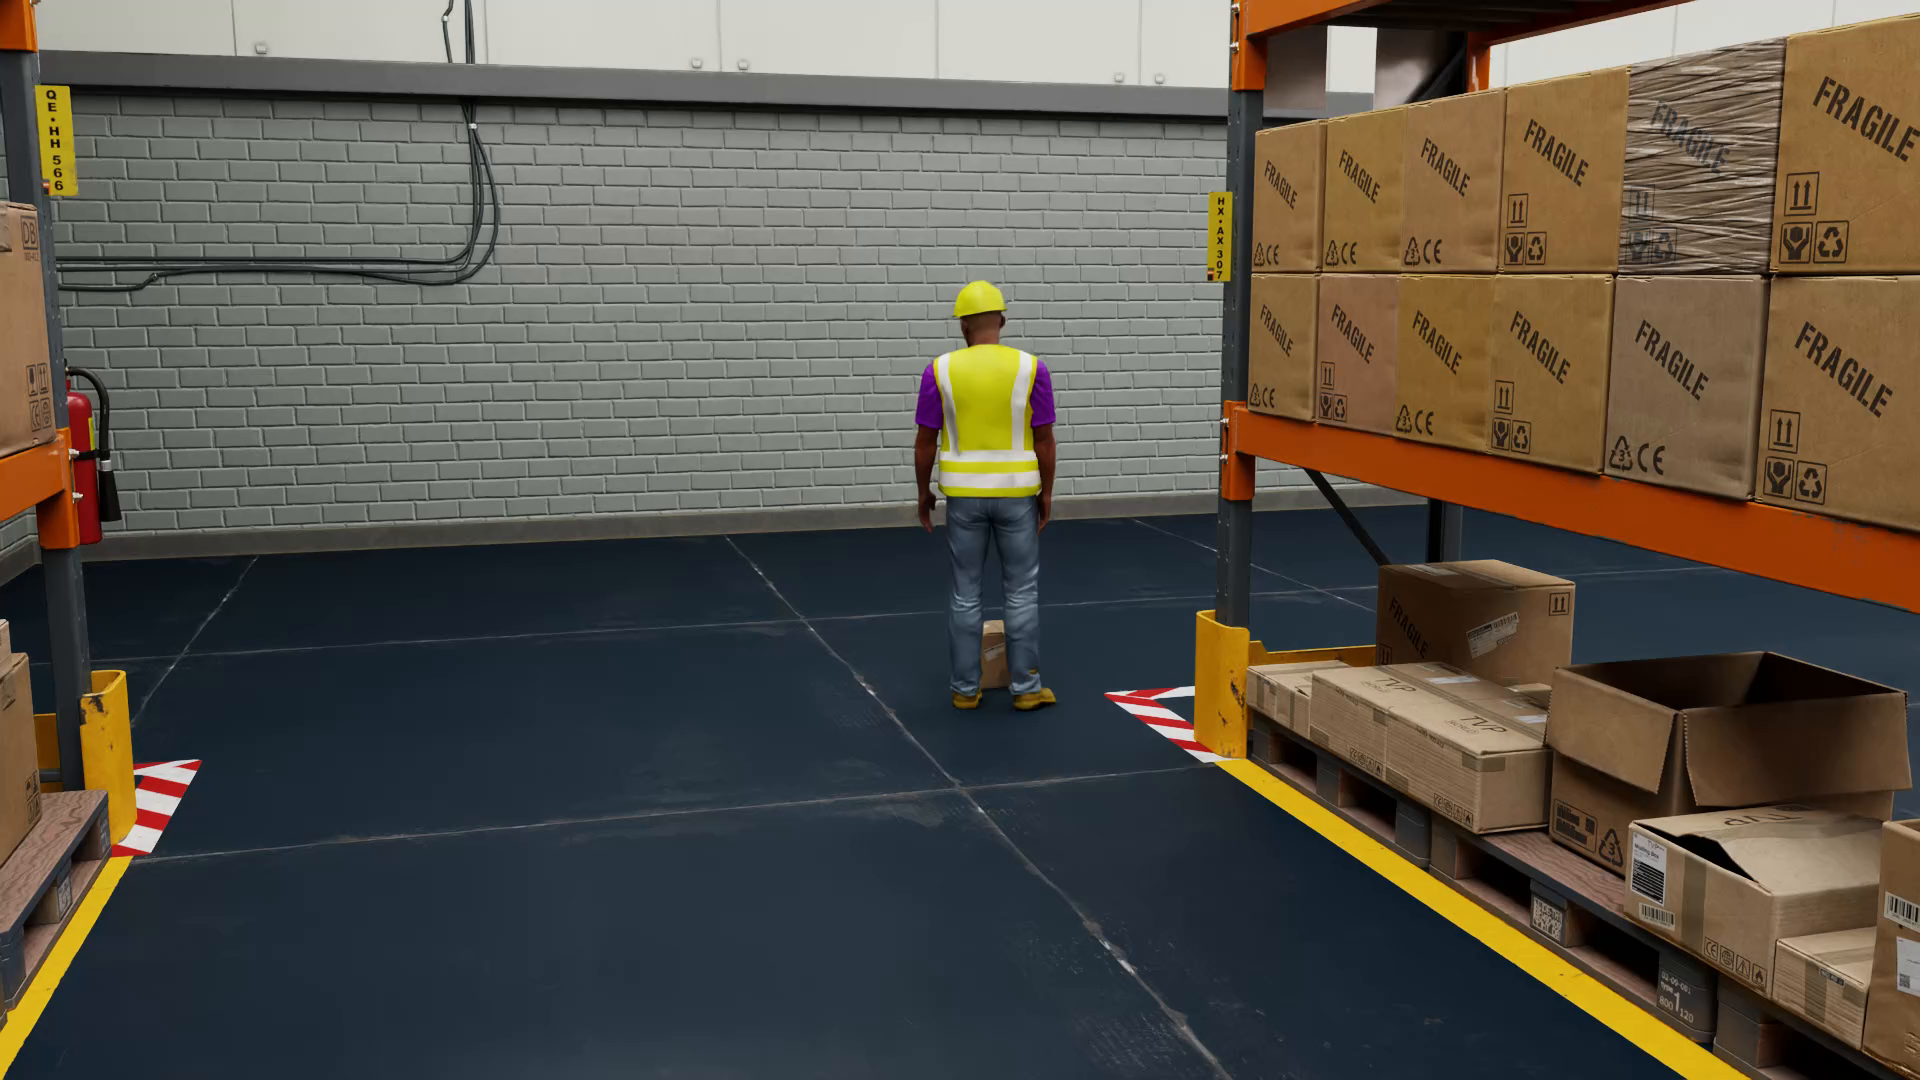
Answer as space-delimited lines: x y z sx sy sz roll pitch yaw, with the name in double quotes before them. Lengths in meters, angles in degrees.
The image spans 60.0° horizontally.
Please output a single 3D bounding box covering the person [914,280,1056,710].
"person" 0.107 -0.178 6.903 0.587 1.783 0.365 1 9 5
